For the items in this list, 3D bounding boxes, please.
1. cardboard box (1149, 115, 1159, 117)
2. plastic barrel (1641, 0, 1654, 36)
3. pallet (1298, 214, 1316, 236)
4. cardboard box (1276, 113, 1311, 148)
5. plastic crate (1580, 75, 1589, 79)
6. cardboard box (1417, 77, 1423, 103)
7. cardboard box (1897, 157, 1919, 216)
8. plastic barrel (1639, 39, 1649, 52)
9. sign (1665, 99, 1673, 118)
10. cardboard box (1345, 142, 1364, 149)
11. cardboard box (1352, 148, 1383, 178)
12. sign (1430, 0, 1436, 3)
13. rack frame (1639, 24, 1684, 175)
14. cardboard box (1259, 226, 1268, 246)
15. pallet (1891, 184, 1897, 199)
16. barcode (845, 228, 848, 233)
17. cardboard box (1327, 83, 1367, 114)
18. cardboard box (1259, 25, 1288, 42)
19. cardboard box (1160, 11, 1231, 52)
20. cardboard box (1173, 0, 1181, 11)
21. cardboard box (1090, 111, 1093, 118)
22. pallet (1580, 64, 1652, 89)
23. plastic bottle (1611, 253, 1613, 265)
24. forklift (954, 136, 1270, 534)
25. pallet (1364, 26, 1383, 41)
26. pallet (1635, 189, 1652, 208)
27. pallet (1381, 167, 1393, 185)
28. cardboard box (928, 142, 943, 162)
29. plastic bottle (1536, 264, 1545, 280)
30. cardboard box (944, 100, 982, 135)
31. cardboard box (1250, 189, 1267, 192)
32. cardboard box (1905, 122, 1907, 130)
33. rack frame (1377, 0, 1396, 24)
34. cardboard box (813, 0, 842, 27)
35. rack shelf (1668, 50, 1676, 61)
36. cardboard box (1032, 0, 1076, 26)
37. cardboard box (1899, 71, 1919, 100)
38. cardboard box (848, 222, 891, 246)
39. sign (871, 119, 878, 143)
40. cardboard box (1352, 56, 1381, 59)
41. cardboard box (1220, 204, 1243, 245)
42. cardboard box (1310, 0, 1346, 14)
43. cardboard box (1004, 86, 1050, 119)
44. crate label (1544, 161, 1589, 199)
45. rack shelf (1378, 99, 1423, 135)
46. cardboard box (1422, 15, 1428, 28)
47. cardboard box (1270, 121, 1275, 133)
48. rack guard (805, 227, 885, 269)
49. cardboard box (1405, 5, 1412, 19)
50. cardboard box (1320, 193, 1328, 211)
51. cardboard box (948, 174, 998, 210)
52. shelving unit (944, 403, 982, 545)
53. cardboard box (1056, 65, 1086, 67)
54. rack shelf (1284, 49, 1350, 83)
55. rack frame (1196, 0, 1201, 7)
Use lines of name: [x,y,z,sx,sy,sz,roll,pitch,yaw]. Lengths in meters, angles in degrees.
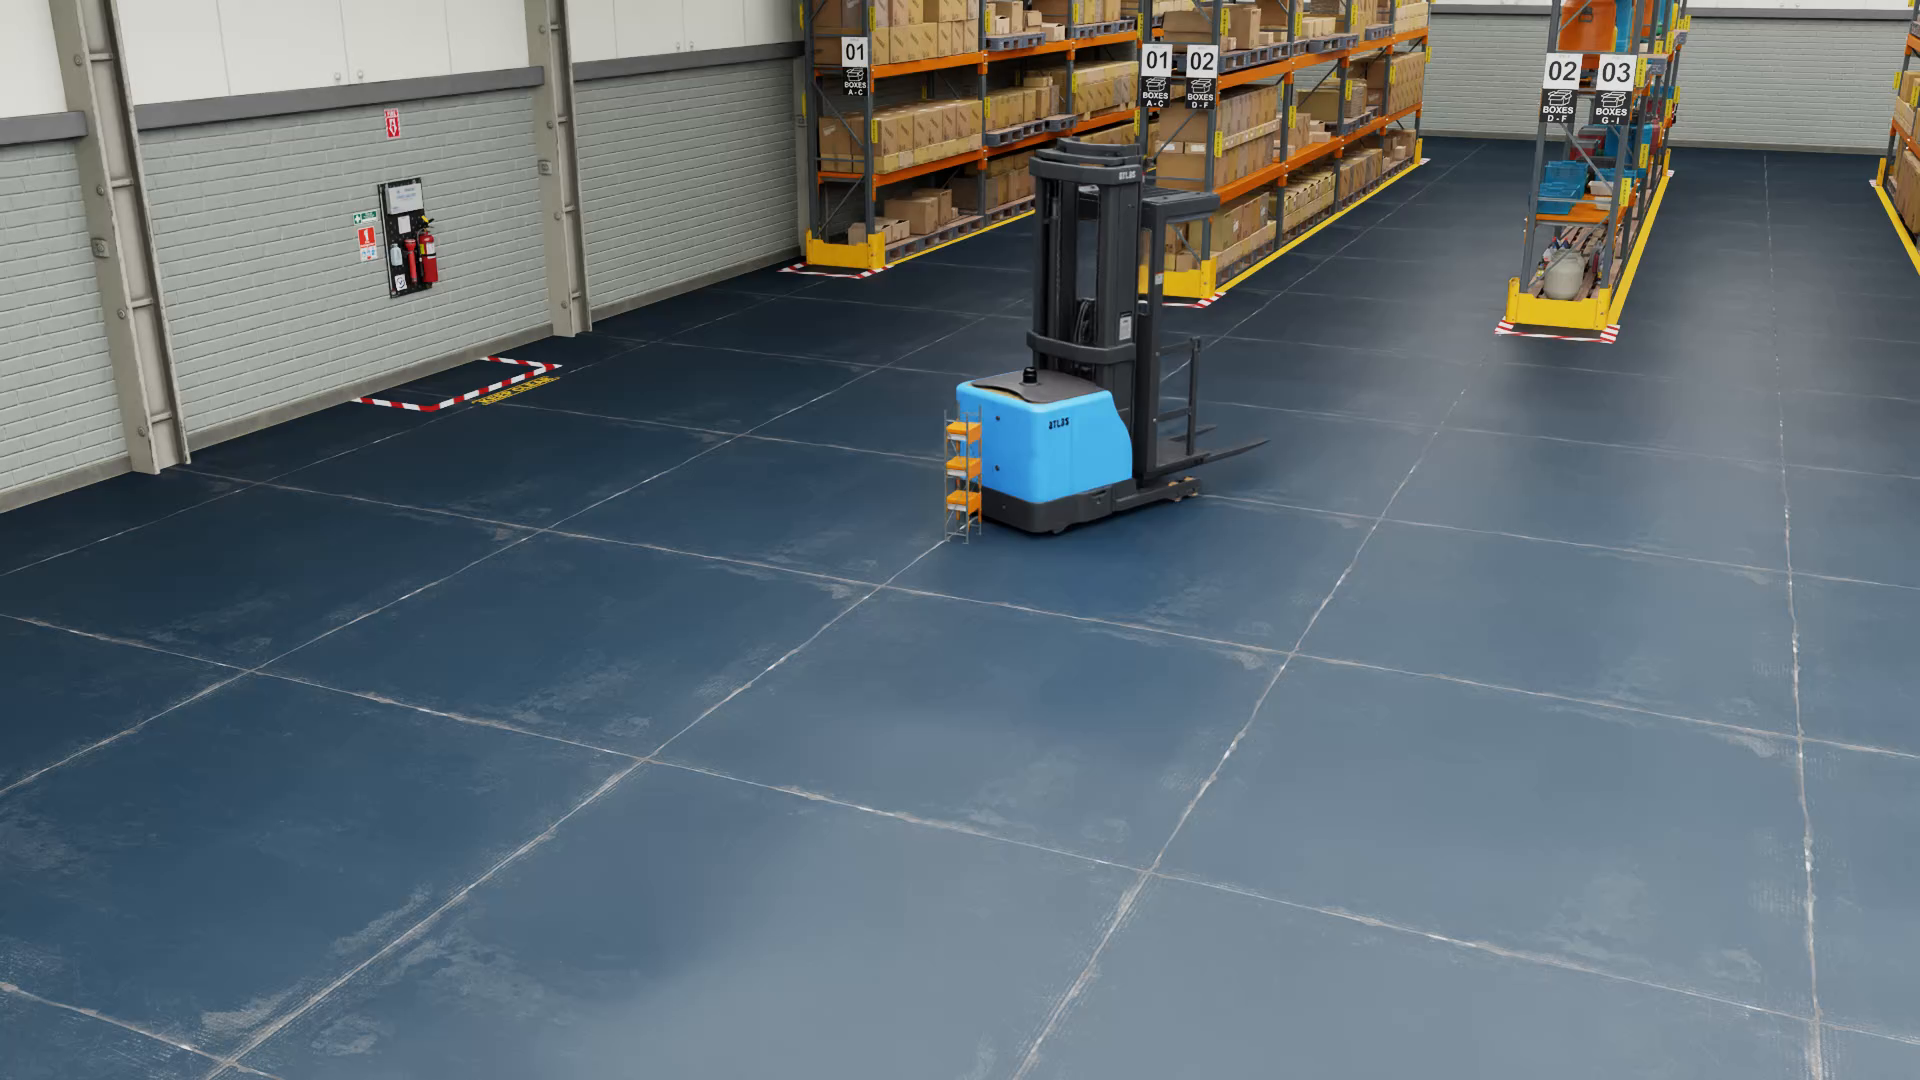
cardboard box: [4.318,-9.304,36.790,0.380,0.149,0.250,9,21,23]
plastic barrel: [10.849,-8.477,26.584,0.600,0.830,0.708,9,21,23]
pallet: [5.223,-5.240,27.387,1.003,0.211,1.213,9,21,23]
cardboard box: [5.424,-6.703,27.192,0.500,0.500,0.500,7,21,20]
plastic crate: [7.844,-6.075,21.121,0.392,0.384,0.575,9,21,23]
cardboard box: [9.437,-9.490,35.027,0.500,0.500,0.500,9,22,24]
cardboard box: [16.162,-5.759,27.229,1.225,0.875,0.875,8,21,21]
plastic barrel: [10.306,-7.418,25.080,0.301,0.262,0.301,0,20,0]
sign: [12.753,-7.768,29.921,0.100,0.325,0.005,9,21,23]
cardboard box: [7.709,-7.637,33.039,0.500,0.500,0.500,9,21,23]
cardboard box: [7.794,-7.233,31.906,0.500,0.500,0.500,8,21,22]
sign: [9.871,-11.365,34.651,0.100,0.325,0.005,9,21,23]
rack frame: [13.890,-8.936,33.619,1.000,3.000,0.127,9,21,23]
cardboard box: [4.254,-4.528,24.700,0.500,0.250,0.500,9,21,23]
pallet: [17.652,-6.316,30.413,1.003,0.211,1.213,9,21,23]
barcode: [-1.692,-4.609,24.794,0.001,0.075,0.075,9,21,23]
cardboard box: [7.067,-8.090,30.466,0.700,0.500,0.500,3,20,9]
cardboard box: [4.720,-7.676,25.197,0.500,0.250,0.500,11,22,28]
cardboard box: [3.060,-6.627,21.659,0.797,0.503,0.637,10,22,26]
cardboard box: [4.373,-11.304,35.248,0.500,0.250,0.500,8,21,21]
cardboard box: [2.308,-8.130,31.697,0.380,0.149,0.250,9,21,24]
pallet: [7.766,-5.609,20.068,1.003,0.211,1.213,9,21,23]
plastic bottle: [8.868,-3.845,22.700,0.061,0.283,0.133,10,22,26]
forklift: [1.400,-1.819,13.708,3.031,2.935,1.130,-16,25,-38]
pallet: [6.981,-9.212,30.198,1.213,0.211,1.003,9,21,23]
pallet: [11.898,-6.169,30.001,1.003,0.211,1.213,9,21,23]
pallet: [8.017,-7.290,33.152,1.003,0.211,1.213,9,21,23]
cardboard box: [-0.588,-5.918,25.328,0.500,0.250,0.500,9,21,23]
plastic bottle: [7.690,-3.555,22.009,0.097,0.201,0.097,0,20,0]
cardboard box: [0.026,-6.732,26.497,0.500,0.500,0.500,8,21,23]
cardboard box: [4.570,-5.438,26.423,0.500,0.311,0.500,9,22,24]
cardboard box: [16.912,-7.289,29.363,0.380,0.149,0.250,9,21,24]
rack frame: [7.734,-11.221,31.090,1.000,3.000,0.127,9,21,23]
cardboard box: [-1.762,-7.513,23.470,0.500,0.500,0.500,10,22,25]
rack shelf: [11.433,-8.176,28.080,1.077,0.370,4.000,9,21,23]
cardboard box: [1.718,-9.671,30.403,0.700,0.500,0.500,7,21,18]
cardboard box: [17.761,-8.417,30.820,0.500,0.500,0.500,8,21,21]
cardboard box: [-1.335,-4.544,24.625,0.500,0.311,0.500,6,20,17]
sign: [-1.205,-5.738,23.334,0.100,0.325,0.005,9,21,23]
cardboard box: [8.119,-9.413,33.320,0.500,0.500,0.500,9,21,23]
cardboard box: [3.639,-4.423,23.285,0.500,0.500,0.500,9,21,23]
cardboard box: [6.281,-9.235,28.343,0.500,0.500,0.500,9,21,23]
cardboard box: [1.188,-7.785,29.576,0.700,0.500,0.500,6,21,18]
crate label: [7.845,-4.661,21.546,0.502,0.435,0.616,9,21,23]
rack shelf: [8.553,-8.666,33.935,1.077,0.370,4.000,9,21,23]
cardboard box: [9.403,-10.766,34.513,0.500,0.250,0.500,9,21,23]
cardboard box: [4.440,-6.113,24.565,0.380,0.149,0.250,8,21,22]
rack guard: [-1.669,-4.250,24.172,1.175,0.500,0.348,9,21,23]
cardboard box: [8.579,-10.391,32.712,0.500,0.250,0.500,9,21,23]
cardboard box: [5.896,-5.721,28.056,0.500,0.250,0.500,8,21,22]
cardboard box: [0.224,-5.884,28.111,0.700,0.500,0.500,9,22,25]
shelving unit: [0.022,-0.511,12.839,0.215,1.050,0.252,9,21,23]
cardboard box: [2.161,-9.044,32.181,0.500,0.250,0.500,8,21,21]
rack shelf: [5.277,-7.634,26.556,1.077,0.370,4.000,9,21,23]
rack frame: [4.852,-13.122,36.436,1.000,3.000,0.127,9,21,23]
